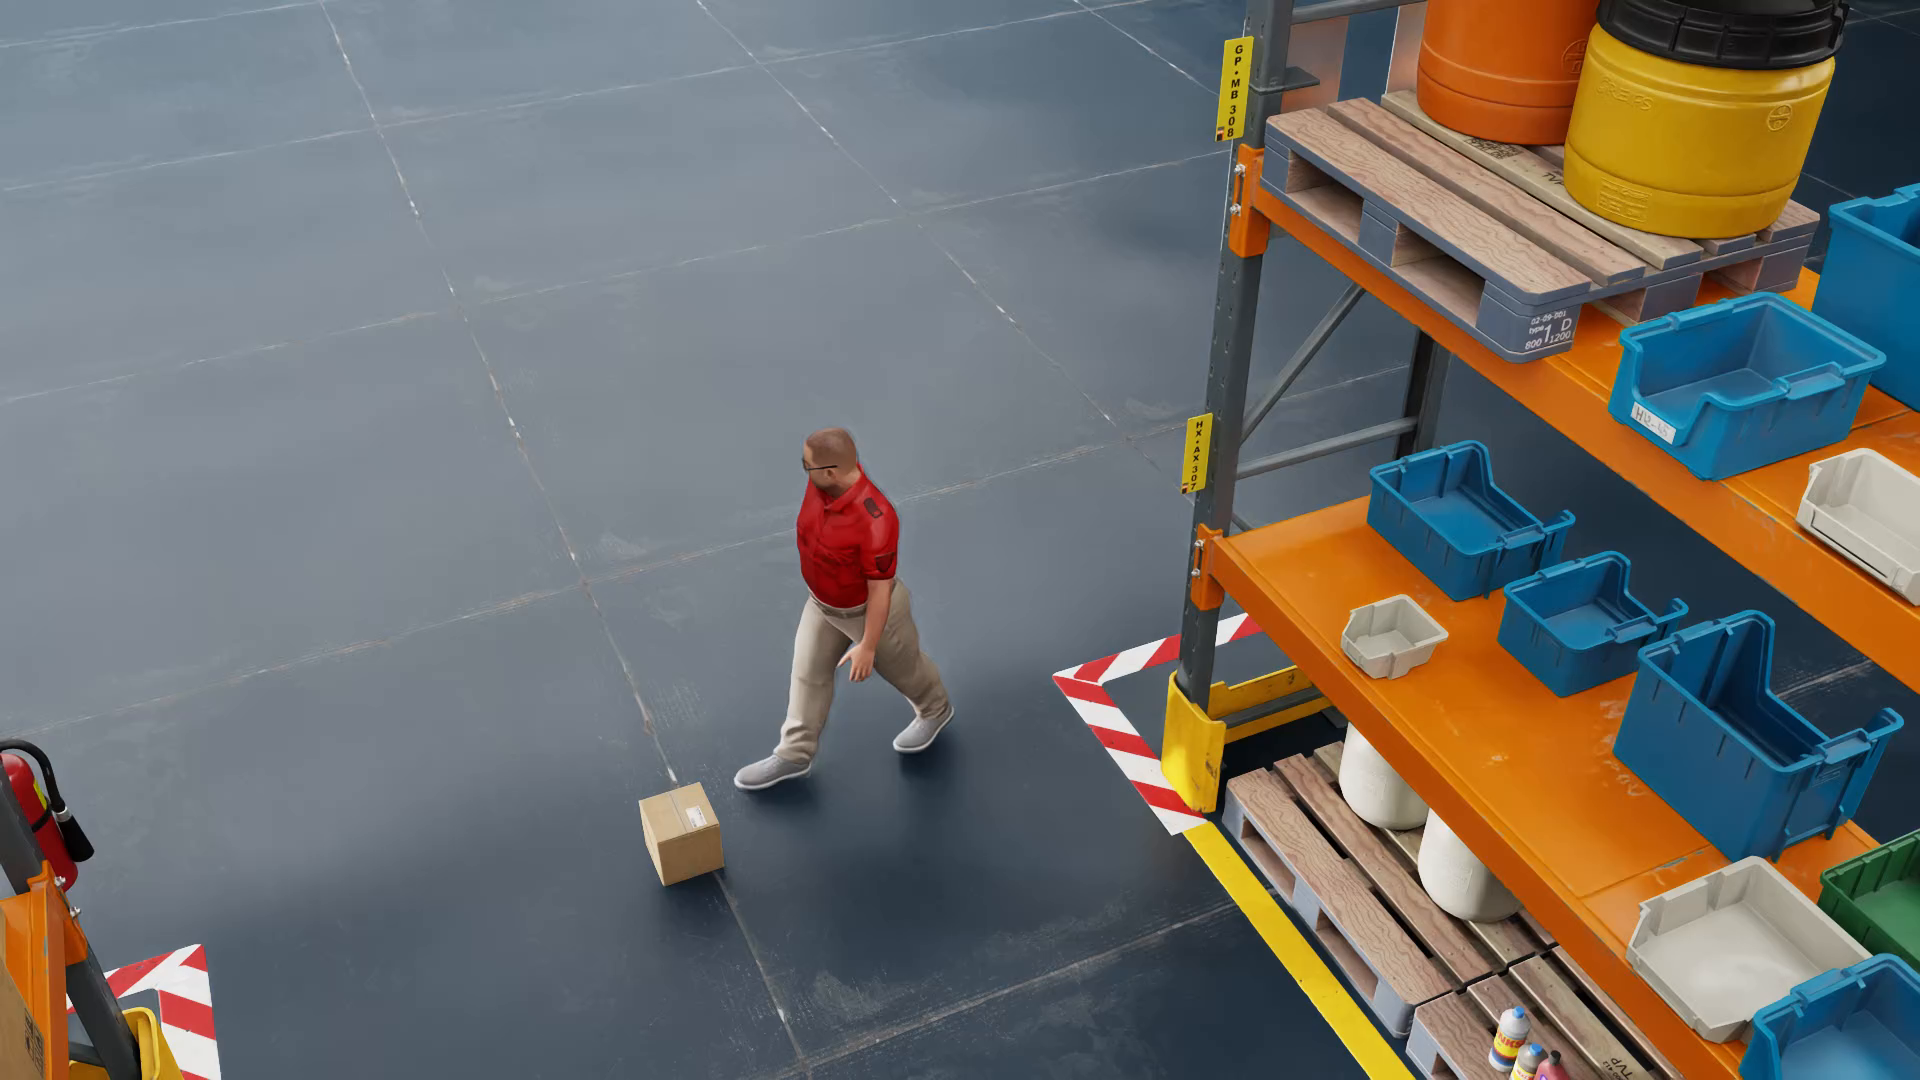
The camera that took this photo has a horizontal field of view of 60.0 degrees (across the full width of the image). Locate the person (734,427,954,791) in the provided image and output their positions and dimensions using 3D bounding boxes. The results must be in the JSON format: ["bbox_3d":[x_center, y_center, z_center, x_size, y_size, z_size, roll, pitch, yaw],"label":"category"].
[{"bbox_3d":[-0.441,0.264,6.503,0.967,1.675,0.547,-28,45,-32],"label":"person"}]
